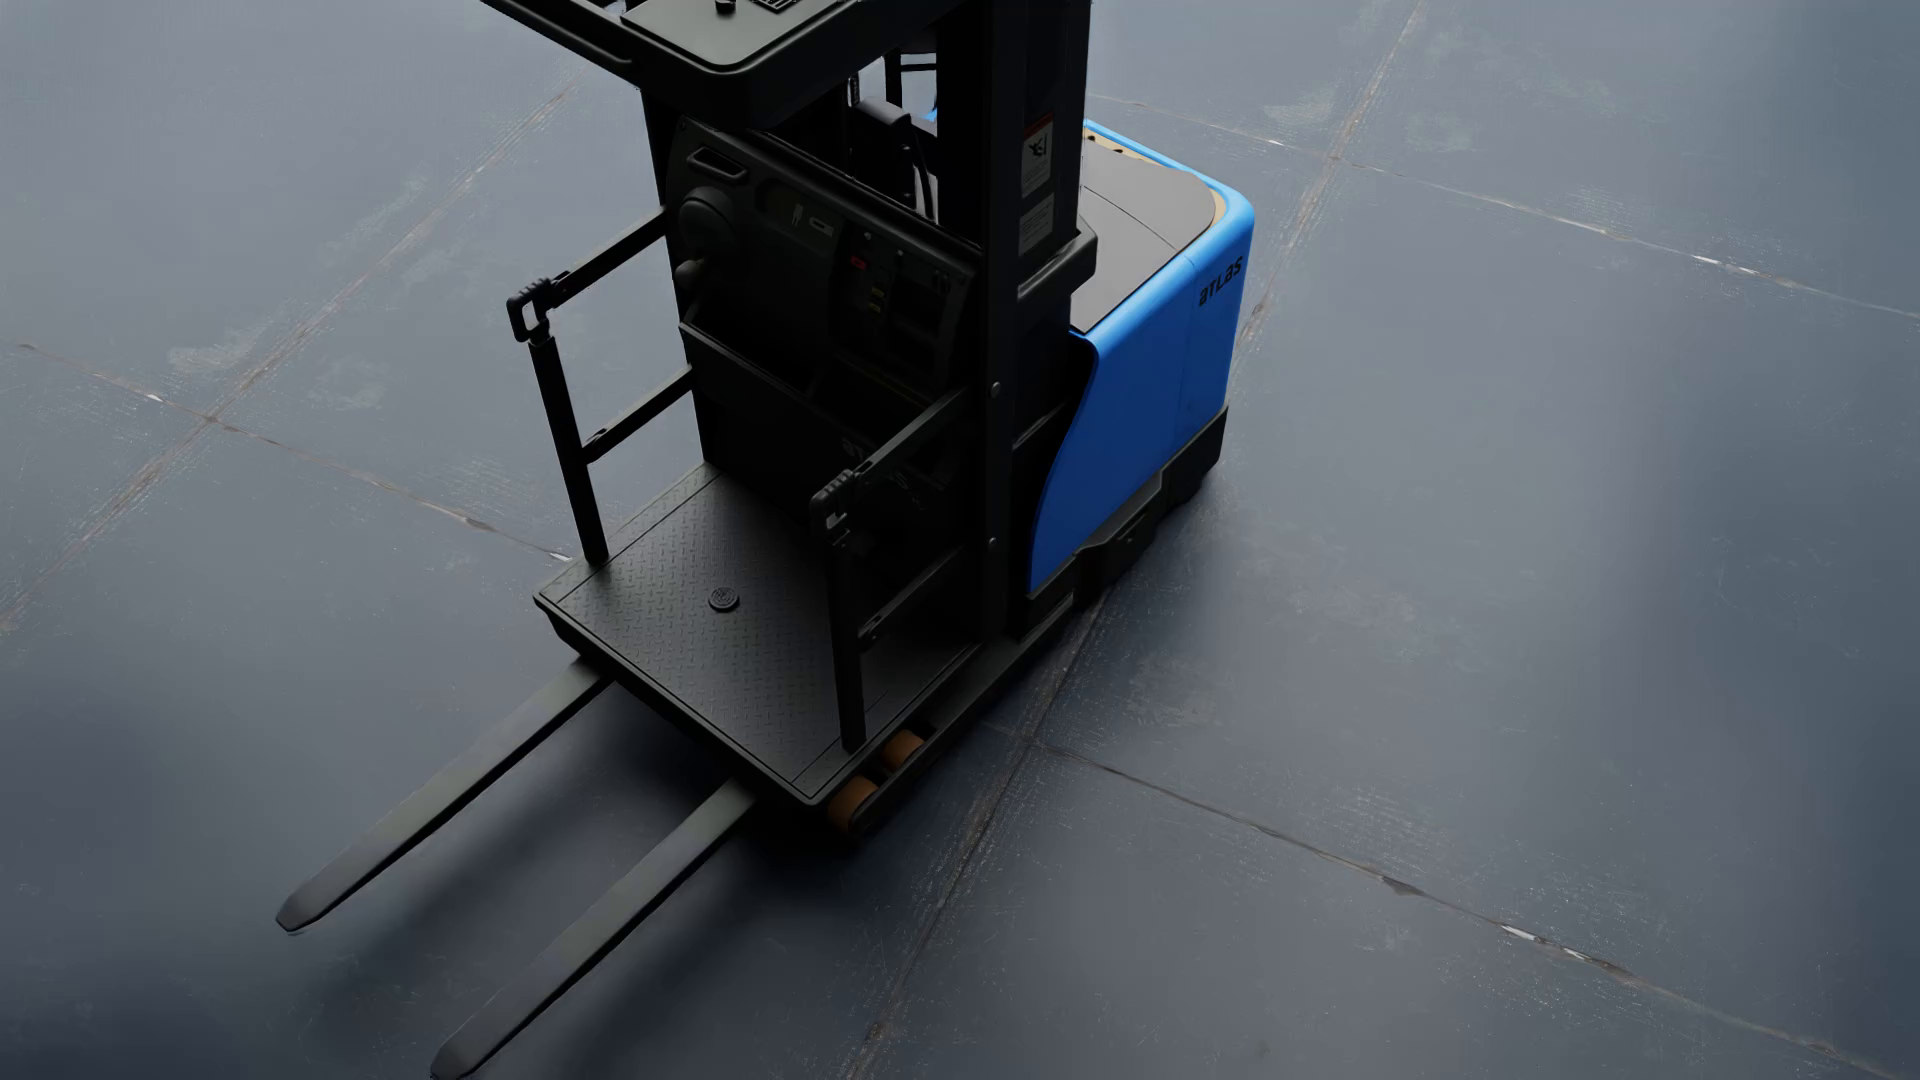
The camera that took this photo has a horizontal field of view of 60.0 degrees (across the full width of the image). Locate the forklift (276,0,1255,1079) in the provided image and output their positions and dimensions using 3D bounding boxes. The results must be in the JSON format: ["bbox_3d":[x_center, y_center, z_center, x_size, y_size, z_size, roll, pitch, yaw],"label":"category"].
[{"bbox_3d":[-0.484,-0.581,3.820,1.130,2.935,3.031,33,57,25],"label":"forklift"}]

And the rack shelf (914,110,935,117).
[{"bbox_3d":[-0.031,-1.179,5.811,0.431,0.518,0.480,-4,50,-3],"label":"rack shelf"}]

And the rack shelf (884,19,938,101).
[{"bbox_3d":[-0.031,-1.632,5.278,0.431,0.518,0.480,-4,50,-3],"label":"rack shelf"}]

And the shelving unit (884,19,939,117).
[{"bbox_3d":[-0.031,-1.641,5.268,0.431,2.100,0.503,-4,50,-3],"label":"shelving unit"}]

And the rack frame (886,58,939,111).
[{"bbox_3d":[-0.052,-1.826,5.425,0.400,2.100,0.015,-4,50,-3],"label":"rack frame"}]

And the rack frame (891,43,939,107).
[{"bbox_3d":[-0.011,-1.456,5.110,0.400,2.100,0.015,-4,50,-3],"label":"rack frame"}]
